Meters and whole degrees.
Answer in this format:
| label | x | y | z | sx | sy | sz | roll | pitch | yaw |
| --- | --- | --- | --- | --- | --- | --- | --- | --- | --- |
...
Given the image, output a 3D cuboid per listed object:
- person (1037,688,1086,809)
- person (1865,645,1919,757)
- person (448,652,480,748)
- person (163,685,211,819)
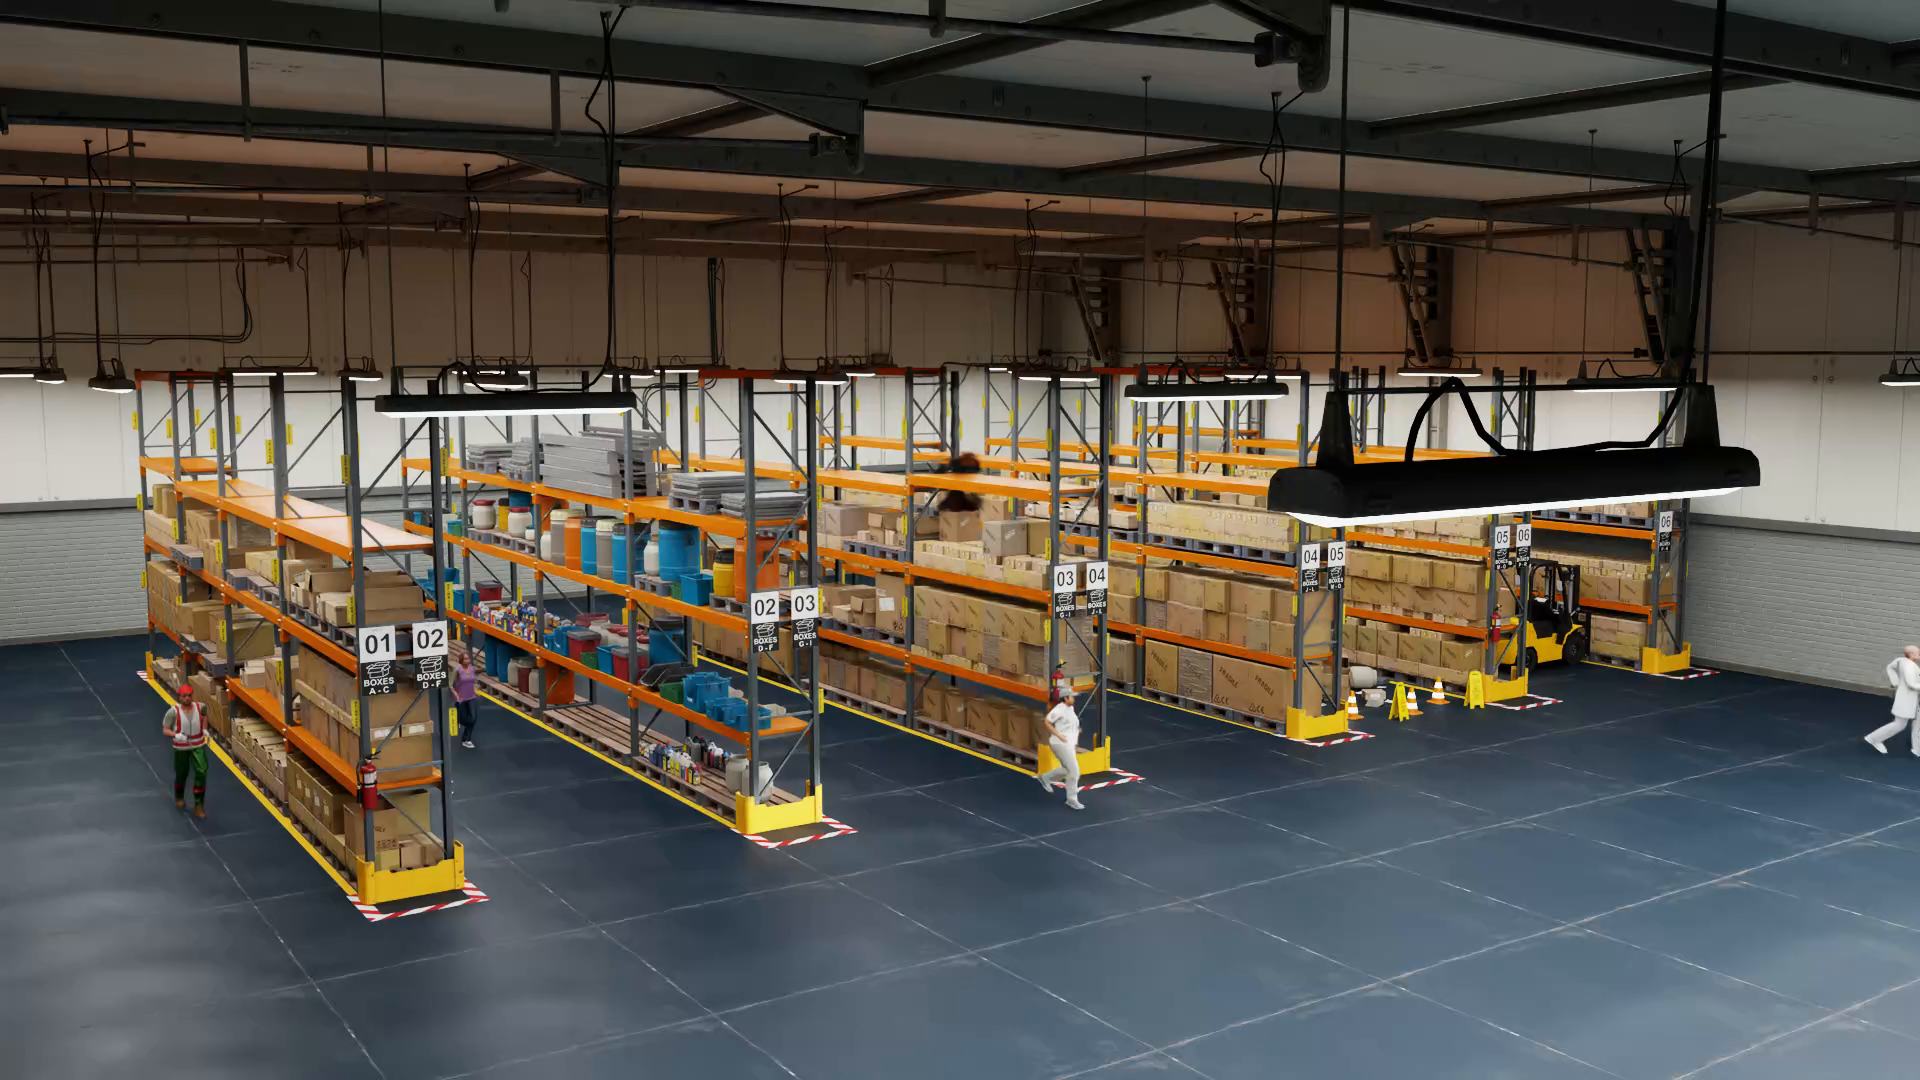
| label | x | y | z | sx | sy | sz | roll | pitch | yaw |
| --- | --- | --- | --- | --- | --- | --- | --- | --- | --- |
| person | 1.467 | 2.901 | 23.494 | 0.842 | 1.646 | 0.634 | 3 | 7 | 23 |
| person | 14.683 | 2.548 | 25.906 | 0.972 | 1.853 | 0.738 | 3 | 7 | 25 |
| person | -8.013 | 2.552 | 26.776 | 0.598 | 1.554 | 0.522 | 6 | 9 | 43 |
| person | -10.600 | 2.876 | 22.823 | 0.608 | 1.833 | 0.855 | -4 | 8 | -34 |
